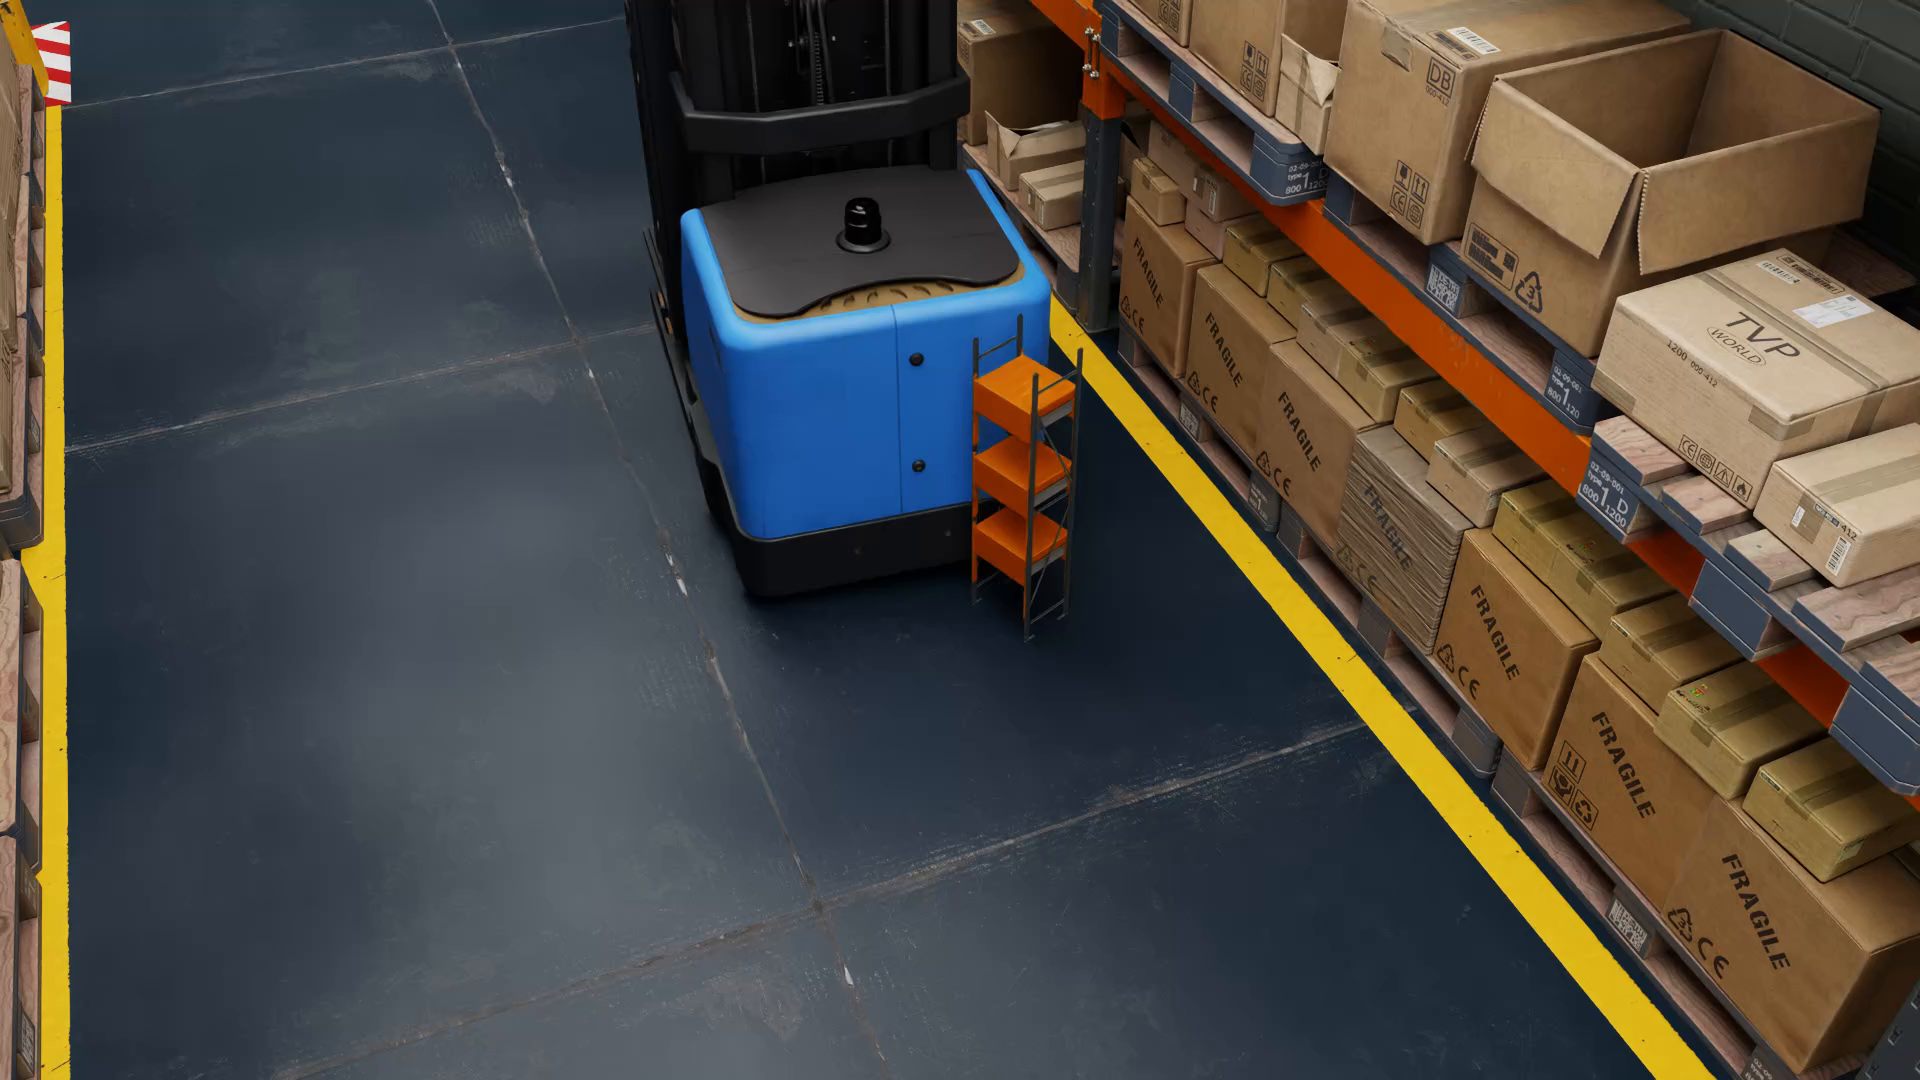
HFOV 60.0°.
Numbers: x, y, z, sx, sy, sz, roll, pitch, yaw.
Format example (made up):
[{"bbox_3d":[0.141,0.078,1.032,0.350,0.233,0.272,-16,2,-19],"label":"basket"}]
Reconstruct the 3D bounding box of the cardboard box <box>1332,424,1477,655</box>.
[{"bbox_3d":[1.526,-0.051,5.104,0.500,0.500,0.500,-17,43,-18],"label":"cardboard box"}]

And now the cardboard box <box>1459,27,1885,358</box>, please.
[{"bbox_3d":[1.691,-0.847,4.033,0.797,0.503,0.637,-16,43,-18],"label":"cardboard box"}]

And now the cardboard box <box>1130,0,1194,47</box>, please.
[{"bbox_3d":[0.935,-1.971,5.343,0.700,0.500,0.500,-14,43,-16],"label":"cardboard box"}]

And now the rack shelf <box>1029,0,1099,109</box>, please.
[{"bbox_3d":[0.191,-3.053,7.552,1.077,0.370,4.000,-15,43,-17],"label":"rack shelf"}]

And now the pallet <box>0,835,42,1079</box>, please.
[{"bbox_3d":[-2.793,1.359,4.008,1.003,0.211,1.213,-15,43,-17],"label":"pallet"}]

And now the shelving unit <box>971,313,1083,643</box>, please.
[{"bbox_3d":[0.196,-0.169,5.141,0.215,1.050,0.252,-32,50,-31],"label":"shelving unit"}]

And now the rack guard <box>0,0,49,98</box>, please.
[{"bbox_3d":[-5.168,-2.357,8.107,1.175,0.500,0.348,-15,43,-17],"label":"rack guard"}]

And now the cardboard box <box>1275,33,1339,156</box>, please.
[{"bbox_3d":[1.133,-1.297,4.739,0.396,0.266,0.258,-13,42,-15],"label":"cardboard box"}]

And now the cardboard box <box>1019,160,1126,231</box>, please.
[{"bbox_3d":[0.472,-1.462,7.014,0.380,0.149,0.250,-16,43,-18],"label":"cardboard box"}]

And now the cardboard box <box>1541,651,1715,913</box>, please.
[{"bbox_3d":[1.944,0.572,4.380,0.500,0.500,0.500,-16,43,-17],"label":"cardboard box"}]

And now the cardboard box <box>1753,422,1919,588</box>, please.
[{"bbox_3d":[1.881,-0.076,3.408,0.380,0.149,0.250,-14,43,-16],"label":"cardboard box"}]

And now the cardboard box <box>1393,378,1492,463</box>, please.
[{"bbox_3d":[1.535,-0.370,4.977,0.380,0.149,0.250,-15,43,-17],"label":"cardboard box"}]

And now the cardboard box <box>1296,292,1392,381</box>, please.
[{"bbox_3d":[1.312,-0.675,5.332,0.380,0.149,0.250,-15,43,-17],"label":"cardboard box"}]

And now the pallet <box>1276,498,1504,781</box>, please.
[{"bbox_3d":[1.773,0.153,5.411,1.003,0.211,1.213,-15,43,-17],"label":"pallet"}]

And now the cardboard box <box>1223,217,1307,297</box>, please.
[{"bbox_3d":[1.134,-0.997,5.706,0.380,0.149,0.250,-17,44,-19],"label":"cardboard box"}]

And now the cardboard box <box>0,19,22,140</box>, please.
[{"bbox_3d":[-4.814,-2.105,7.541,0.875,0.438,0.875,-17,43,-18],"label":"cardboard box"}]

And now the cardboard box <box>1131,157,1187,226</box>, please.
[{"bbox_3d":[0.848,-1.296,6.054,0.380,0.149,0.250,-13,42,-15],"label":"cardboard box"}]

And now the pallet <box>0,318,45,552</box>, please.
[{"bbox_3d":[-3.847,-0.301,5.938,1.003,0.211,1.213,-15,43,-17],"label":"pallet"}]

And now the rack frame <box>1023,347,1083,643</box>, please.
[{"bbox_3d":[0.280,-0.111,5.074,0.200,1.050,0.008,-32,50,-31],"label":"rack frame"}]

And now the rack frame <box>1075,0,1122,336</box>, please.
[{"bbox_3d":[0.956,-2.121,5.916,1.000,3.000,0.127,-15,43,-17],"label":"rack frame"}]

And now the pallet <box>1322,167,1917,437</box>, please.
[{"bbox_3d":[1.738,-0.809,4.538,1.003,0.211,1.213,-15,43,-17],"label":"pallet"}]

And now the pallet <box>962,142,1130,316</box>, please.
[{"bbox_3d":[0.694,-1.478,7.307,1.003,0.211,1.213,-15,43,-17],"label":"pallet"}]

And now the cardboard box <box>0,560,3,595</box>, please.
[{"bbox_3d":[-3.317,0.119,4.618,0.875,0.875,0.875,-14,43,-16],"label":"cardboard box"}]

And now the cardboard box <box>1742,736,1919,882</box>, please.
[{"bbox_3d":[2.064,0.597,3.853,0.380,0.149,0.250,-17,44,-19],"label":"cardboard box"}]

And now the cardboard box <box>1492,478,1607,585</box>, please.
[{"bbox_3d":[1.716,-0.050,4.605,0.380,0.149,0.250,-16,43,-17],"label":"cardboard box"}]

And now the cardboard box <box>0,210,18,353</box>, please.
[{"bbox_3d":[-4.113,-1.013,6.270,0.875,0.438,0.875,-16,43,-18],"label":"cardboard box"}]

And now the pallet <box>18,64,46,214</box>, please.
[{"bbox_3d":[-4.781,-1.771,7.647,1.003,0.211,1.213,-15,43,-17],"label":"pallet"}]

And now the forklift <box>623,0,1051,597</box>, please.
[{"bbox_3d":[-0.616,-1.897,5.708,1.130,2.935,3.031,-11,42,-12],"label":"forklift"}]

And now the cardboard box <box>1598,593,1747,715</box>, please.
[{"bbox_3d":[1.871,0.270,4.233,0.380,0.149,0.250,-16,43,-18],"label":"cardboard box"}]

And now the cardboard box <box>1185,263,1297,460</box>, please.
[{"bbox_3d":[1.146,-0.667,5.820,0.500,0.500,0.500,-16,43,-17],"label":"cardboard box"}]

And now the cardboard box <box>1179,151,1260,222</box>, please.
[{"bbox_3d":[0.991,-1.264,5.789,0.380,0.149,0.250,-17,44,-19],"label":"cardboard box"}]

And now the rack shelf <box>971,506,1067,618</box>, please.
[{"bbox_3d":[0.196,0.050,5.329,0.215,0.259,0.240,-32,50,-31],"label":"rack shelf"}]

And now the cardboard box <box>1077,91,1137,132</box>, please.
[{"bbox_3d":[0.756,-1.918,7.544,0.380,0.149,0.250,-16,43,-17],"label":"cardboard box"}]
